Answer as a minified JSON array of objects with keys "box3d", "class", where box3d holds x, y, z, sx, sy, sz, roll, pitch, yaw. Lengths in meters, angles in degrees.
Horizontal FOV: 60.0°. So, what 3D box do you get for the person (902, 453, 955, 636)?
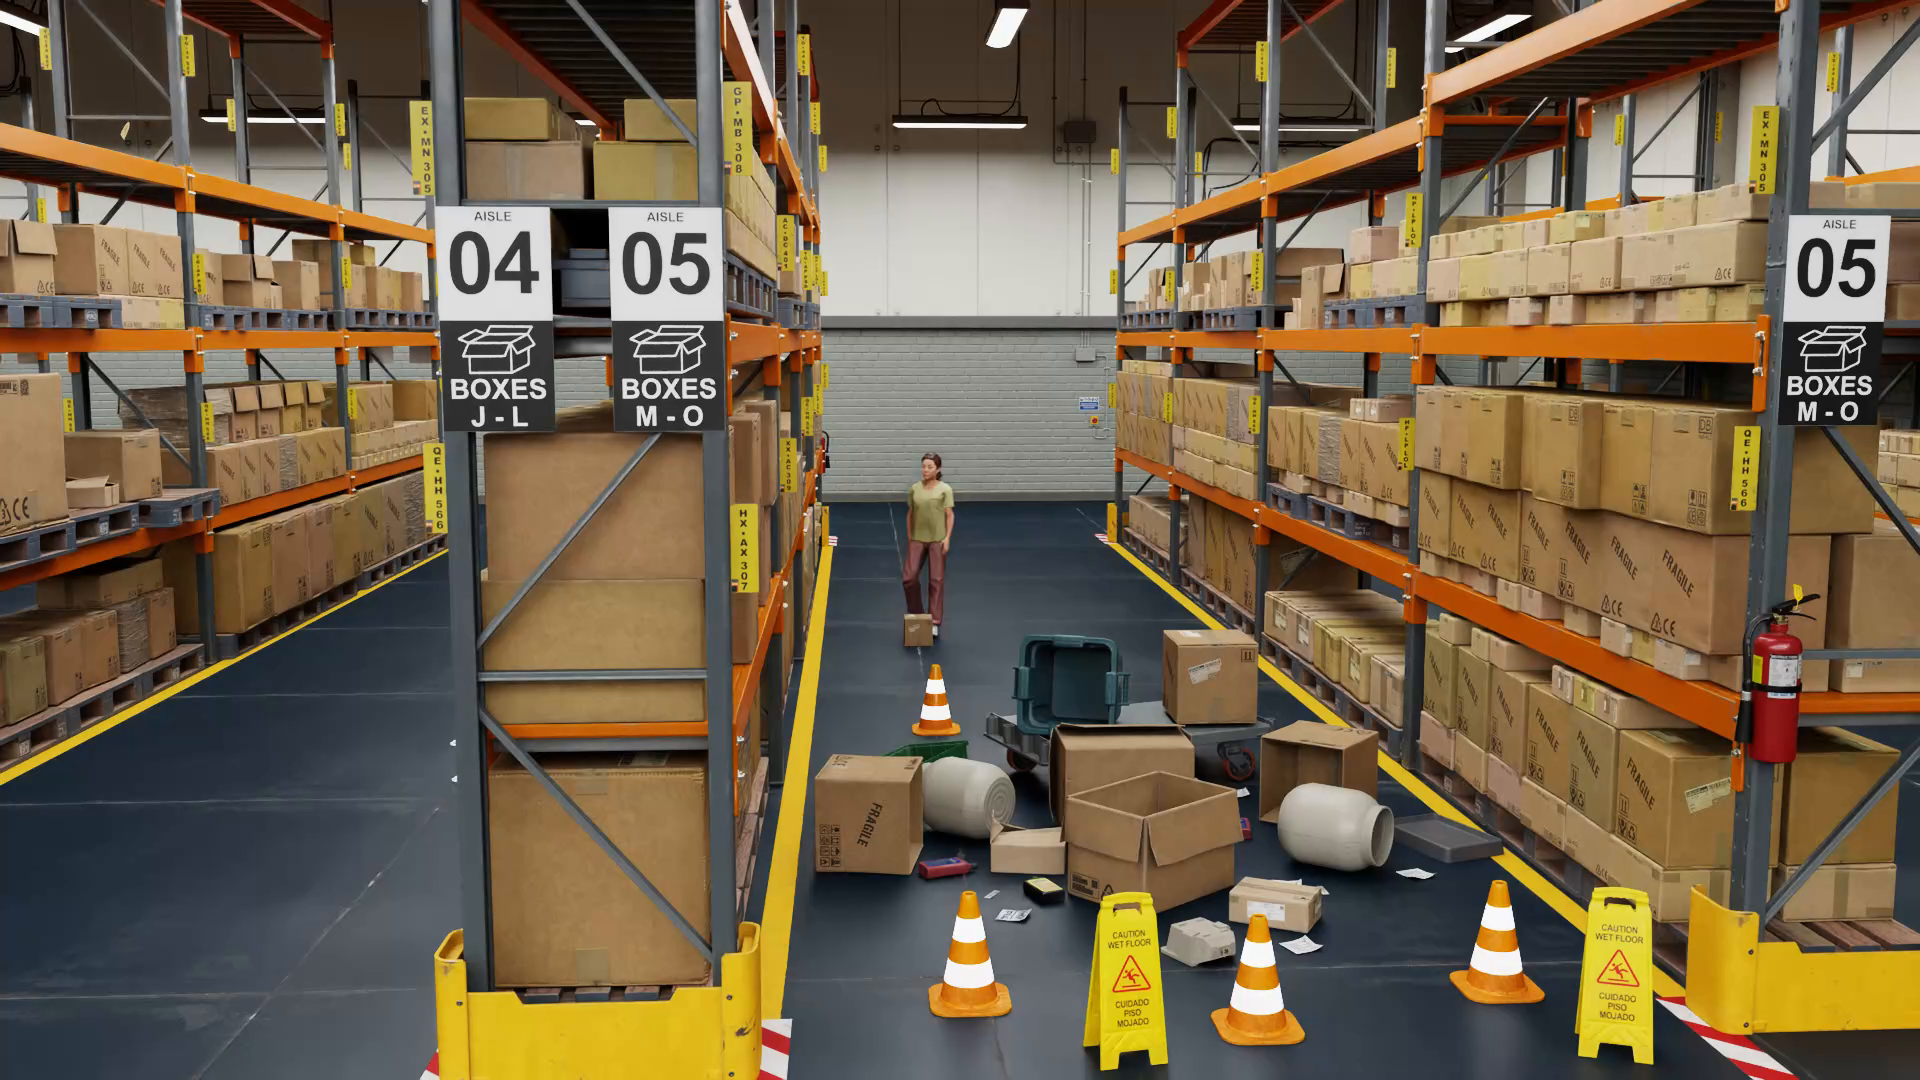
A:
[{"box3d":[-0.293,0.050,15.327,0.467,1.697,0.529,1,7,11],"class":"person"}]
